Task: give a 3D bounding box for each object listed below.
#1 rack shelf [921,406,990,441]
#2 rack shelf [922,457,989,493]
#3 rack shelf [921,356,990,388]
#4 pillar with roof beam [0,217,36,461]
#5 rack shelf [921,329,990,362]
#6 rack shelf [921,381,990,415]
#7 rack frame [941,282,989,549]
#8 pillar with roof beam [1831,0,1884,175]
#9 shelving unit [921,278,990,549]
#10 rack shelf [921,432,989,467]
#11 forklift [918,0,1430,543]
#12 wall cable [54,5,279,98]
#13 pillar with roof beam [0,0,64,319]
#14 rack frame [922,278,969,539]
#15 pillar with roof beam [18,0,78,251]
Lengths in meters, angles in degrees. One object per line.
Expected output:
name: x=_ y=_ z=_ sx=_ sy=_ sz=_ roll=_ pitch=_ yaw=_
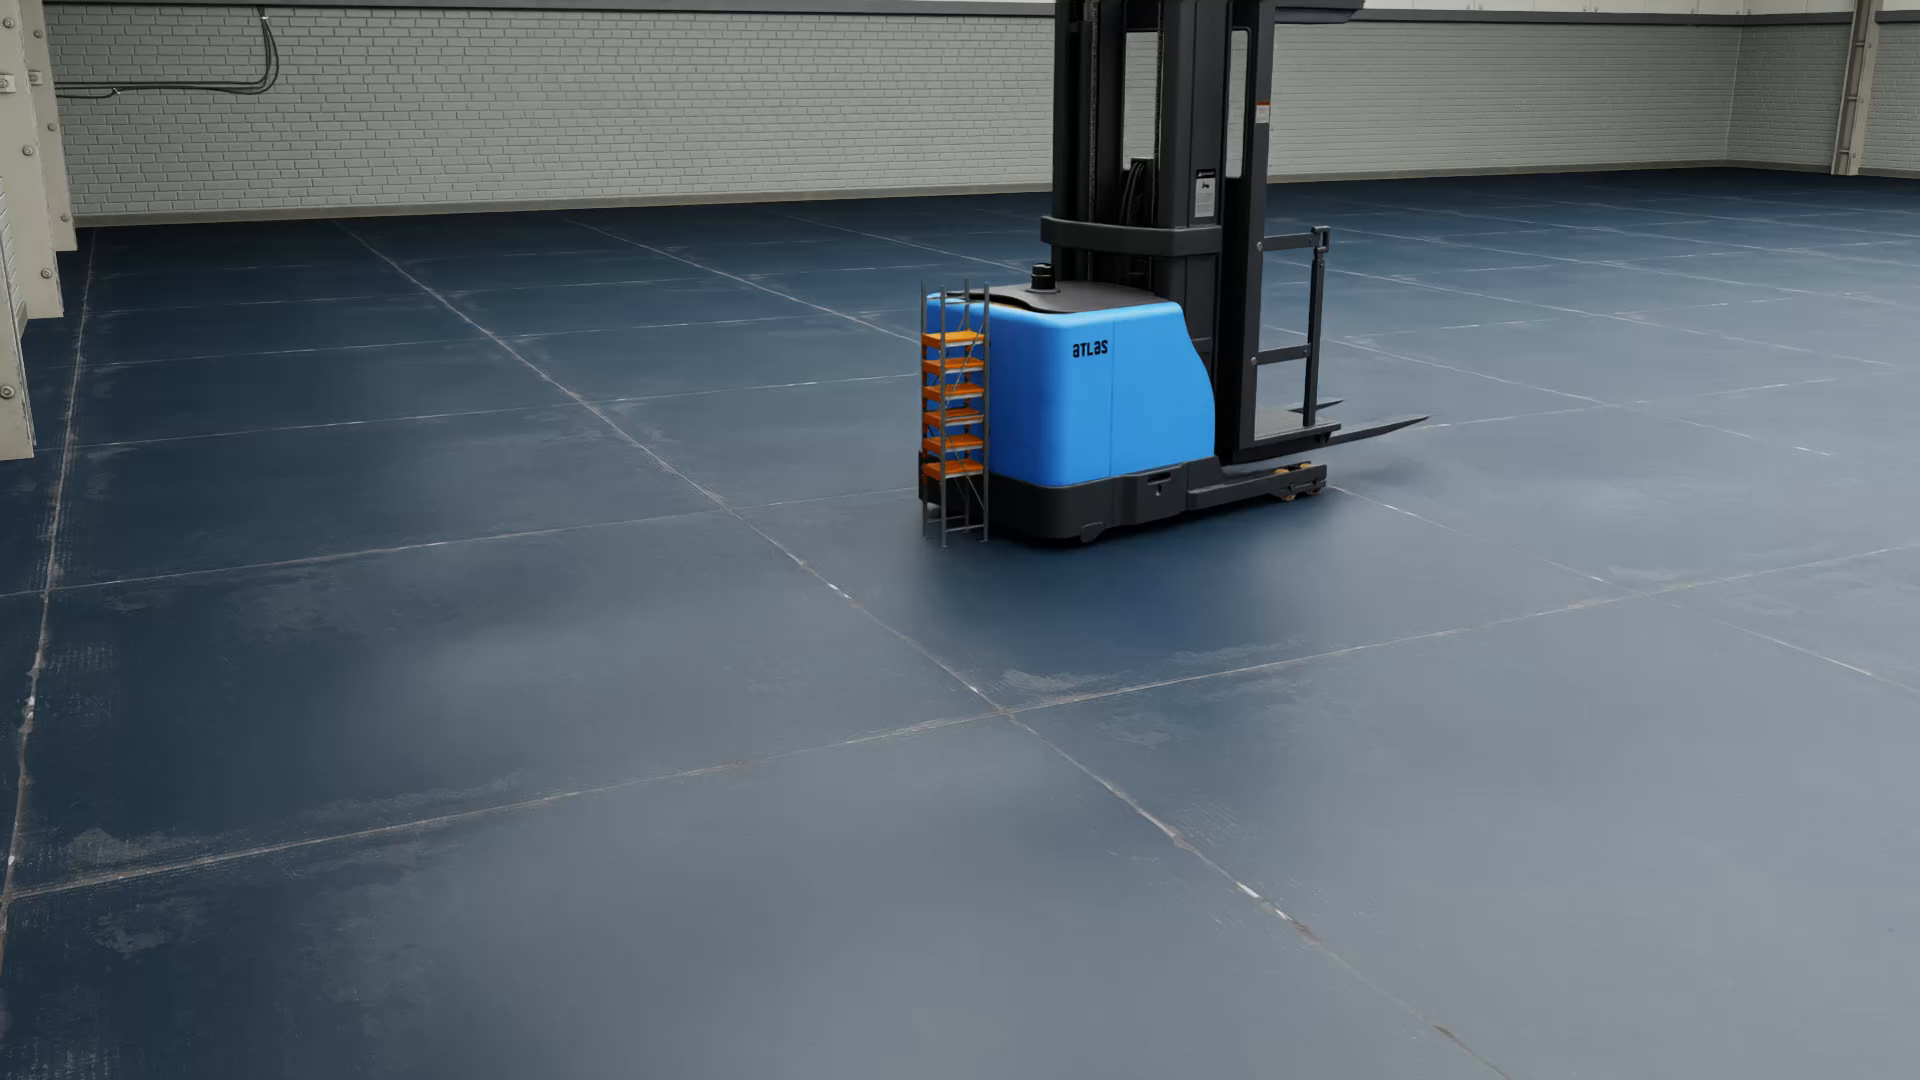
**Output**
rack shelf: x=-0.022 y=-0.532 z=7.592 sx=0.258 sy=0.103 sz=0.180 roll=-8 pitch=18 yaw=-27
rack shelf: x=-0.022 y=-0.302 z=7.658 sx=0.258 sy=0.103 sz=0.180 roll=-8 pitch=18 yaw=-27
rack shelf: x=-0.022 y=-0.763 z=7.526 sx=0.258 sy=0.103 sz=0.180 roll=-8 pitch=18 yaw=-27
pillar with roof beam: x=-1.578 y=-5.341 z=10.047 sx=9.100 sy=9.000 sz=0.400 roll=-8 pitch=18 yaw=-25
rack shelf: x=-0.022 y=-0.878 z=7.493 sx=0.258 sy=0.103 sz=0.180 roll=-8 pitch=18 yaw=-27
rack shelf: x=-0.022 y=-0.648 z=7.559 sx=0.258 sy=0.103 sz=0.180 roll=-8 pitch=18 yaw=-27
rack frame: x=0.022 y=-0.553 z=7.502 sx=0.240 sy=1.200 sz=0.006 roll=-8 pitch=18 yaw=-27
pillar with roof beam: x=13.741 y=-11.082 z=30.054 sx=9.100 sy=9.000 sz=0.400 roll=-8 pitch=18 yaw=-25
shelving unit: x=-0.022 y=-0.575 z=7.580 sx=0.258 sy=1.200 sz=0.189 roll=-8 pitch=18 yaw=-27
rack shelf: x=-0.022 y=-0.417 z=7.625 sx=0.258 sy=0.103 sz=0.180 roll=-8 pitch=18 yaw=-27
forklift: x=1.262 y=-1.705 z=8.377 sx=3.031 sy=2.935 sz=1.130 roll=-12 pitch=20 yaw=-37
wall cable: x=-10.807 y=-7.194 z=22.133 sx=3.097 sy=2.526 sz=0.112 roll=-8 pitch=18 yaw=-25
pillar with roof beam: x=-4.207 y=-6.828 z=15.231 sx=9.100 sy=9.000 sz=0.400 roll=-8 pitch=18 yaw=-25
rack frame: x=-0.065 y=-0.597 z=7.657 sx=0.240 sy=1.200 sz=0.006 roll=-8 pitch=18 yaw=-27
pillar with roof beam: x=-6.835 y=-8.316 z=20.415 sx=9.100 sy=9.000 sz=0.400 roll=-8 pitch=18 yaw=-25
